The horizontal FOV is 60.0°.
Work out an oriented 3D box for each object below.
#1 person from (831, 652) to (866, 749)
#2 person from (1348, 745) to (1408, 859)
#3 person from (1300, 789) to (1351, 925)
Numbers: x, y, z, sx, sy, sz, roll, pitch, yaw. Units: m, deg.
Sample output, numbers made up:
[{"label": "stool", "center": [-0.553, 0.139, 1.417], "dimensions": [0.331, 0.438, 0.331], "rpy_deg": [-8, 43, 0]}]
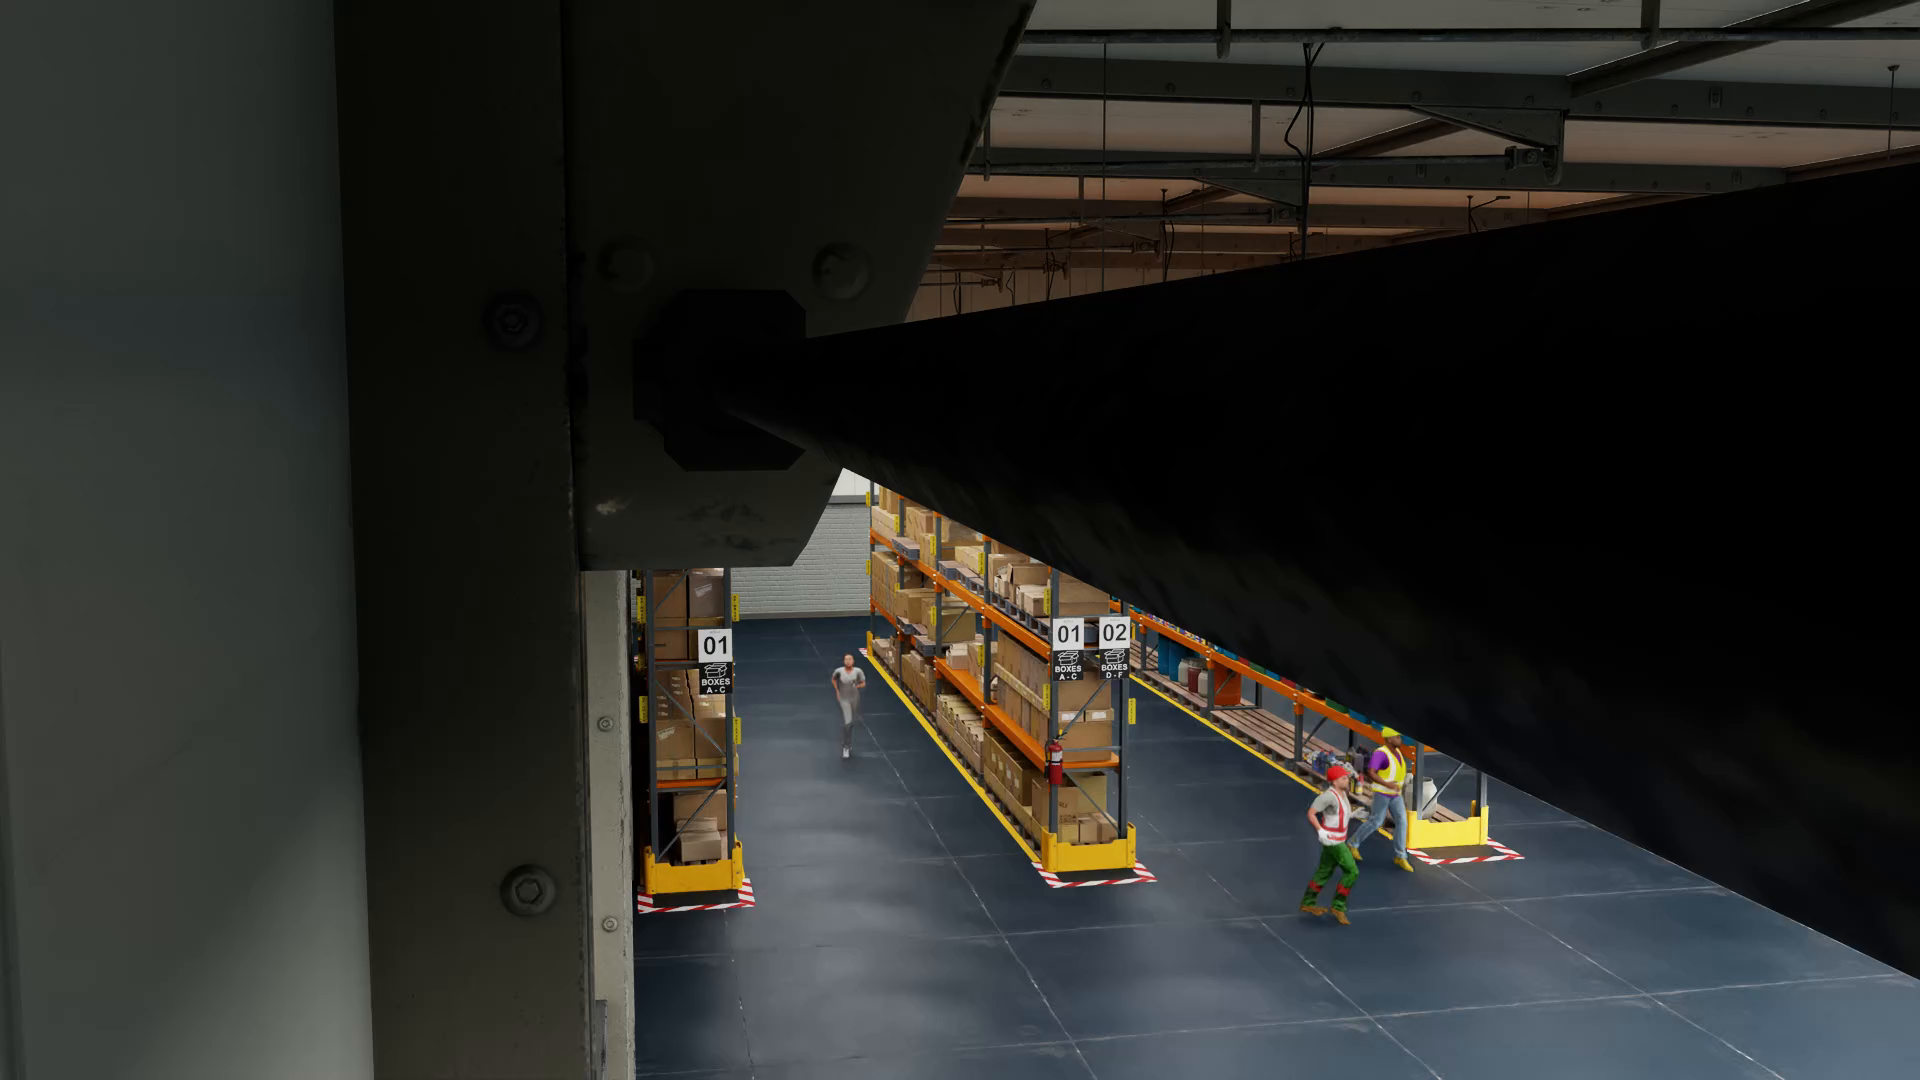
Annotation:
[{"label": "person", "center": [-1.798, 2.598, 27.142], "dimensions": [0.536, 1.563, 0.726], "rpy_deg": [-2, 6, -15]}, {"label": "person", "center": [5.401, 3.321, 21.186], "dimensions": [0.551, 1.414, 0.759], "rpy_deg": [-5, 8, -41]}, {"label": "person", "center": [4.210, 3.604, 19.058], "dimensions": [0.583, 1.575, 0.594], "rpy_deg": [2, 6, 18]}]
